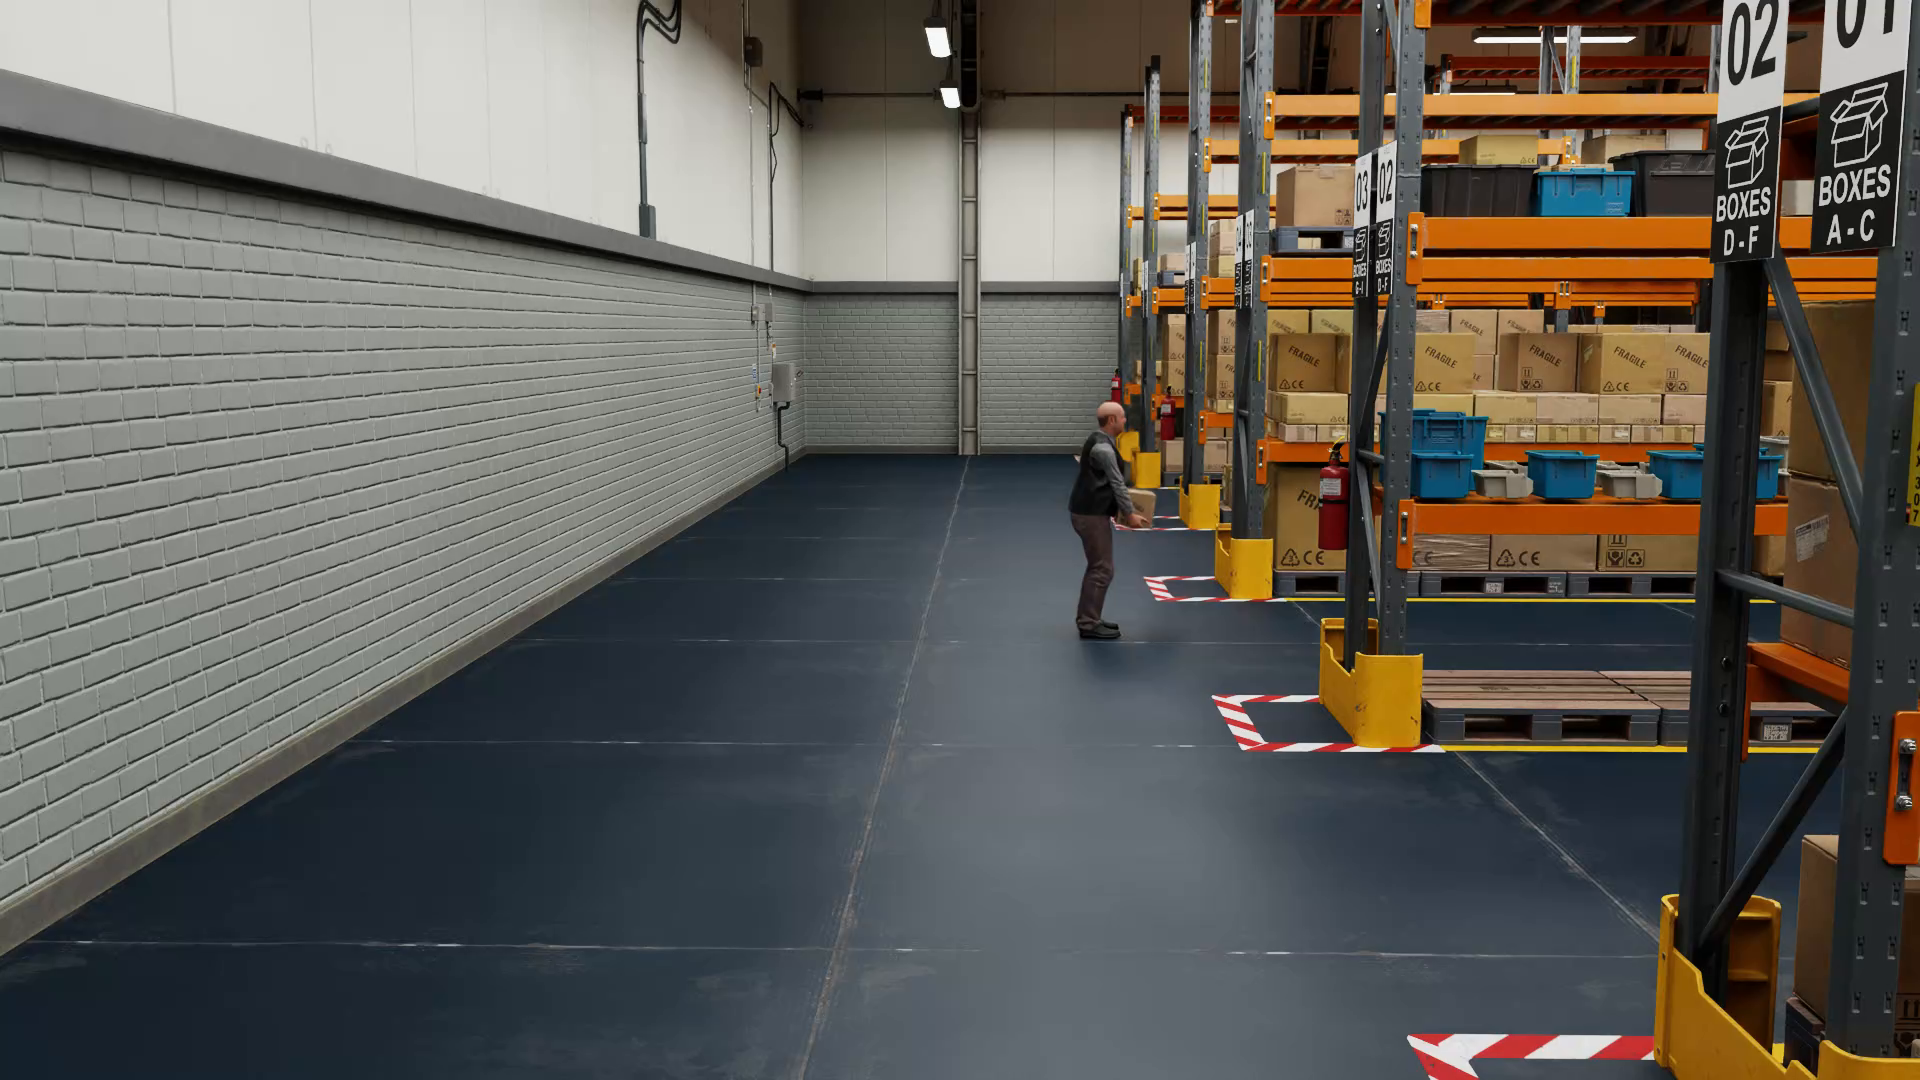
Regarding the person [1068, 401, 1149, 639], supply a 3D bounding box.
[{"bbox_3d":[1.081,-0.154,12.152,0.577,1.713,0.487,0,7,0],"label":"person"}]
